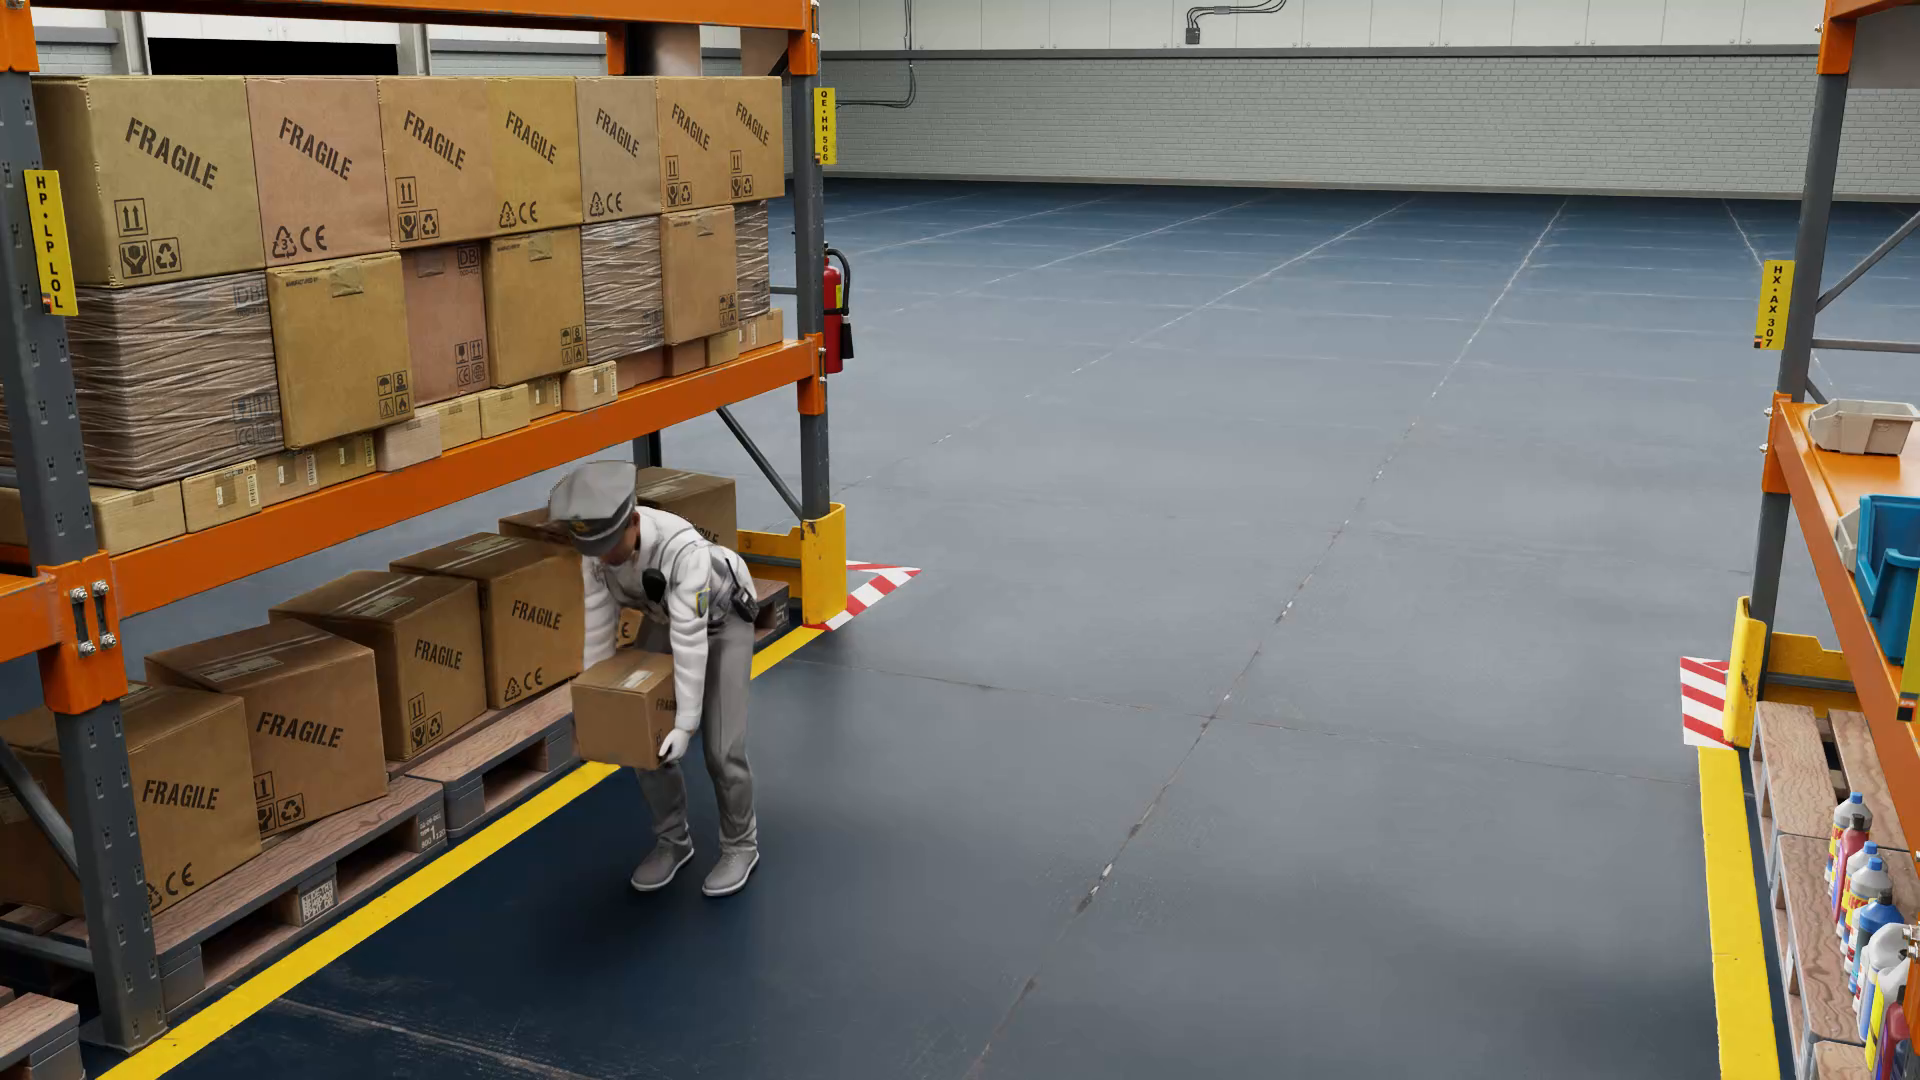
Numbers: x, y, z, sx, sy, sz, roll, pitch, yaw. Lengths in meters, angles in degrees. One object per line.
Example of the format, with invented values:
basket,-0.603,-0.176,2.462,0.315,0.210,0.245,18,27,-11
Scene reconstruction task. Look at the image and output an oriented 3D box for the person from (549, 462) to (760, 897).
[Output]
person,-0.891,0.424,4.953,0.404,1.428,0.814,6,17,20
